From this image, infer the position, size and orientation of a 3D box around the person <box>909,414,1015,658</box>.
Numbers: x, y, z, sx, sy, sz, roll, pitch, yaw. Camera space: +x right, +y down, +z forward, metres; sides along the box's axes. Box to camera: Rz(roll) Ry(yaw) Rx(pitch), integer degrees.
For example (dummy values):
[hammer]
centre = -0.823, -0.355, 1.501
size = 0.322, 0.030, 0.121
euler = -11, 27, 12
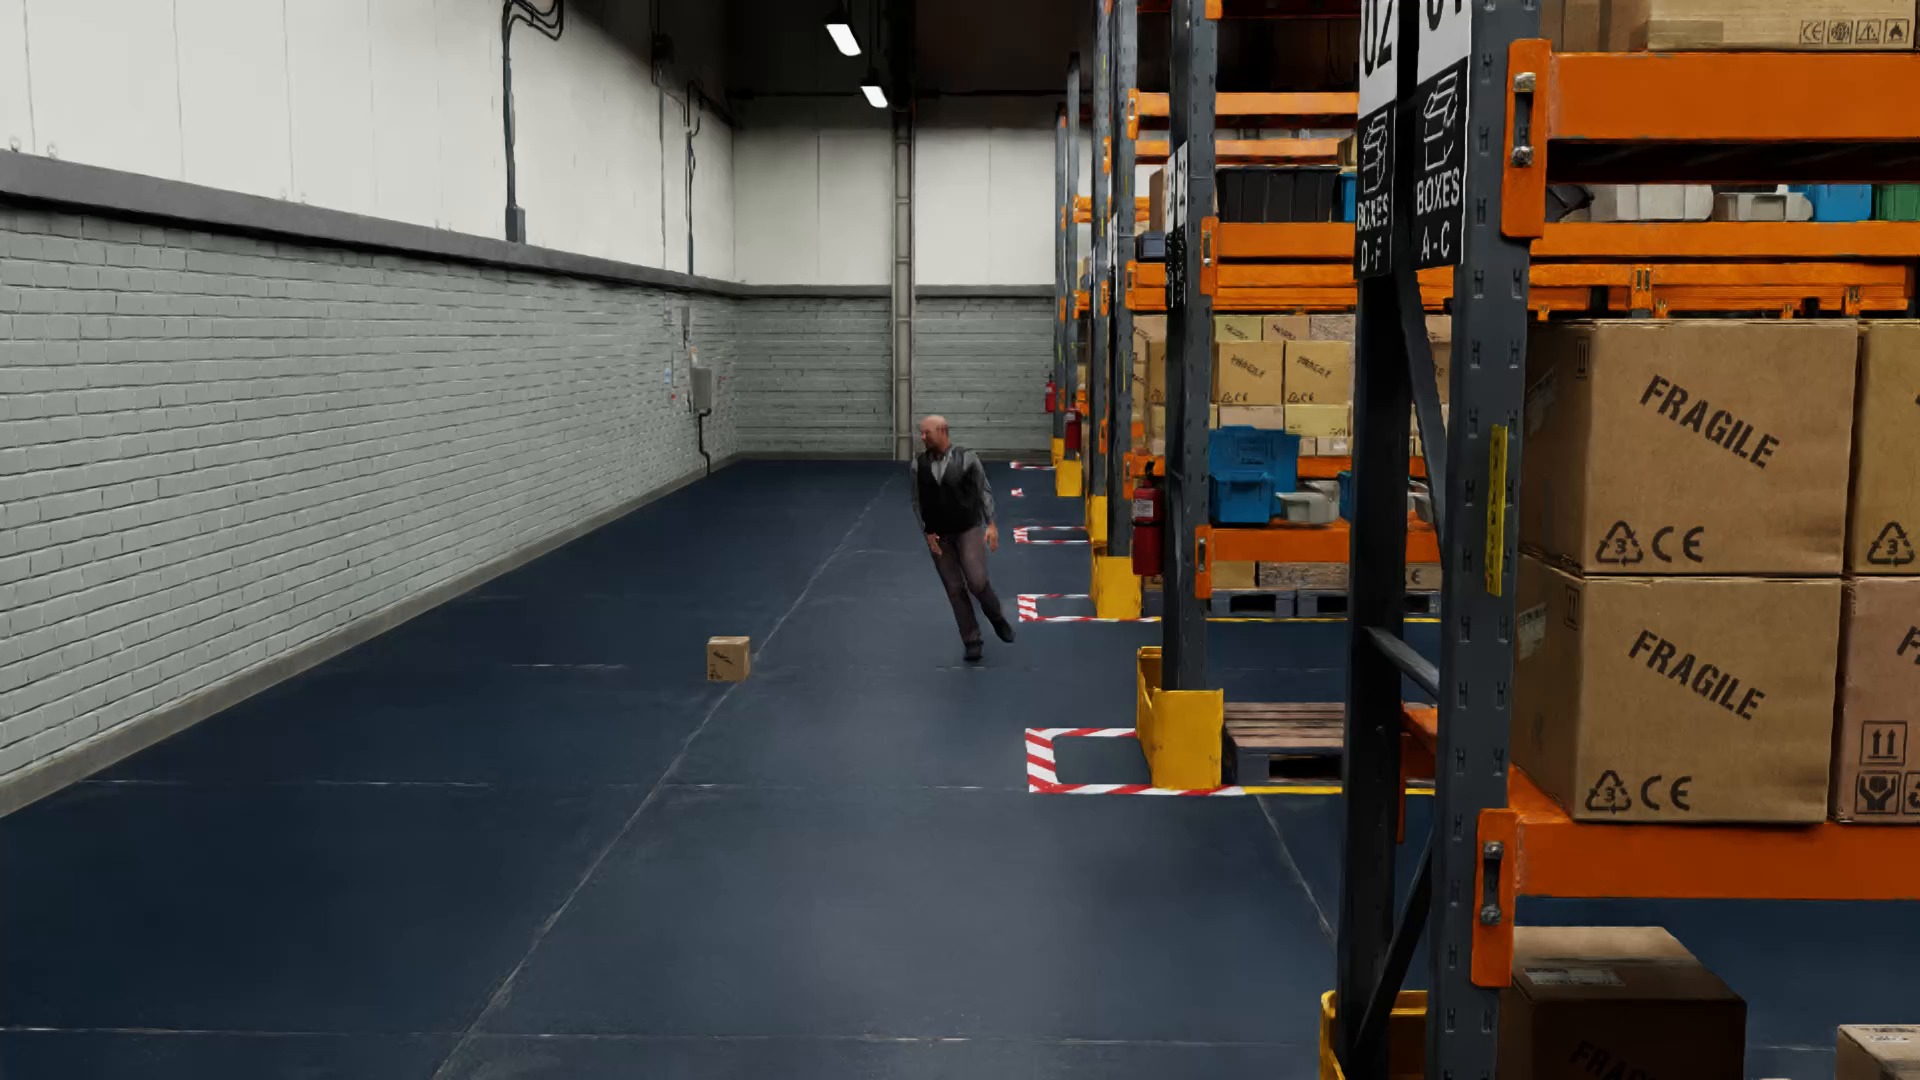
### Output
[person]
centre = 0.002, -0.030, 11.654
size = 0.728, 1.695, 0.500
euler = 2, 7, 13
